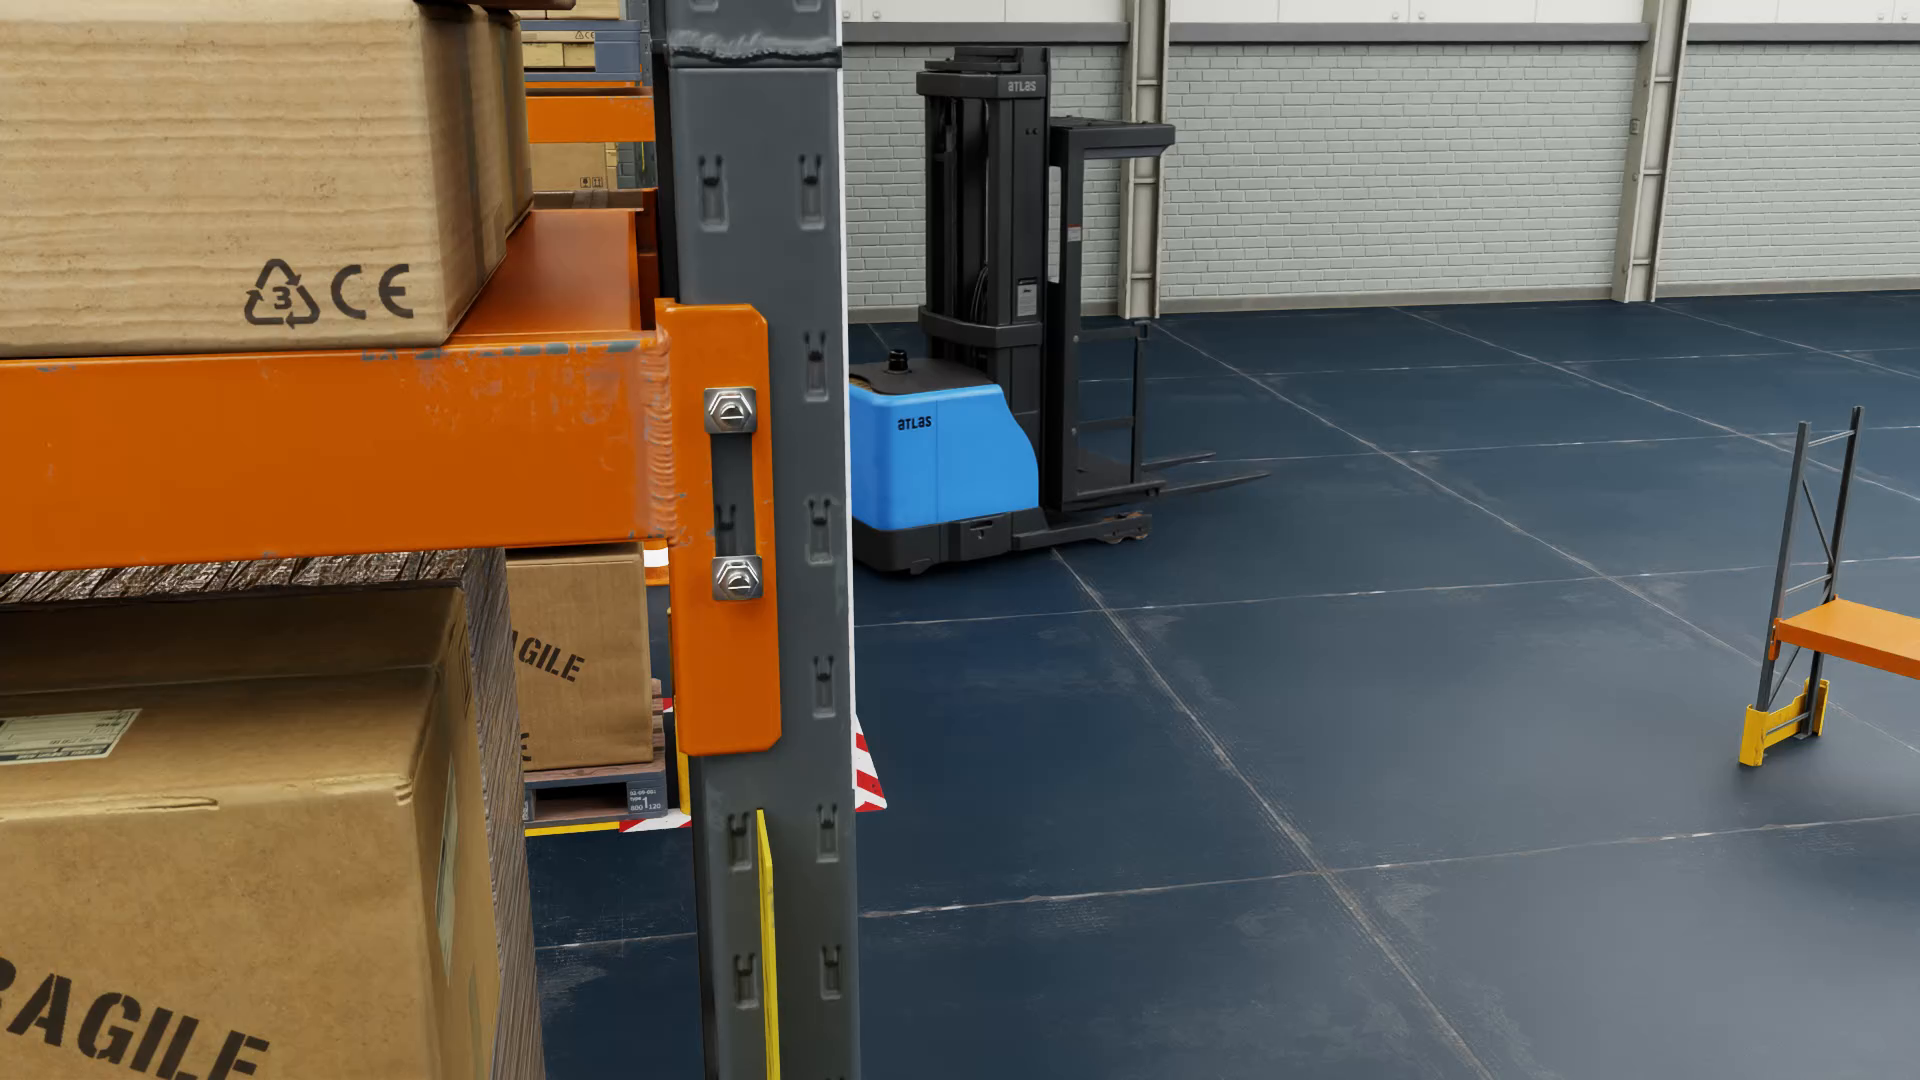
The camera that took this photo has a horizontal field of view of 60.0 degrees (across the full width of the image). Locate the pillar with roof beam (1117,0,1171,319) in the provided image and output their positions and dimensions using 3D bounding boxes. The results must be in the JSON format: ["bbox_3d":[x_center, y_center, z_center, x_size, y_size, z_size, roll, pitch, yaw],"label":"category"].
[{"bbox_3d":[2.783,-5.530,12.990,0.400,9.000,9.100,-3,17,-10],"label":"pillar with roof beam"}]

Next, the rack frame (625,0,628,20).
[{"bbox_3d":[-3.071,-6.216,15.223,0.127,3.000,1.000,-3,17,-10],"label":"rack frame"}]

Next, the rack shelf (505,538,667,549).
[{"bbox_3d":[-3.051,-0.041,6.561,4.000,0.370,1.077,-3,17,-10],"label":"rack shelf"}]

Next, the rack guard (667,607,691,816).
[{"bbox_3d":[-1.063,0.698,7.189,0.348,0.500,1.175,-3,17,-10],"label":"rack guard"}]

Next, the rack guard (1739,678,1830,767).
[{"bbox_3d":[3.621,0.795,7.299,0.587,0.250,0.087,-13,21,-36],"label":"rack guard"}]

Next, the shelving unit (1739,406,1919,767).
[{"bbox_3d":[3.924,0.313,6.738,0.587,1.500,1.083,-13,21,-36],"label":"shelving unit"}]

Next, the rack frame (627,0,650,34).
[{"bbox_3d":[-2.125,-4.785,10.565,0.127,3.000,1.000,-3,17,-10],"label":"rack frame"}]

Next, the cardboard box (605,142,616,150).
[{"bbox_3d":[-3.382,-3.767,15.687,0.250,0.149,0.380,-3,17,-10],"label":"cardboard box"}]

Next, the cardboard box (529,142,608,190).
[{"bbox_3d":[-2.585,-2.494,10.943,0.500,0.500,0.700,-4,17,-12],"label":"cardboard box"}]

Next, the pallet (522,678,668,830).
[{"bbox_3d":[-1.857,0.904,7.009,1.213,0.211,1.003,-3,17,-10],"label":"pallet"}]

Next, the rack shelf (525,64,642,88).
[{"bbox_3d":[-4.089,-2.896,10.748,4.000,0.370,1.077,-3,17,-10],"label":"rack shelf"}]

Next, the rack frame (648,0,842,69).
[{"bbox_3d":[-0.245,-1.928,1.263,0.127,3.000,1.000,-3,17,-10],"label":"rack frame"}]

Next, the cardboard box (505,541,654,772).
[{"bbox_3d":[-1.740,0.376,6.883,0.875,0.875,0.875,-3,17,-10],"label":"cardboard box"}]

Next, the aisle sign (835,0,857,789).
[{"bbox_3d":[-0.128,-0.220,1.492,0.004,0.787,0.394,-3,17,-10],"label":"aisle sign"}]

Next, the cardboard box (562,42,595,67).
[{"bbox_3d":[-2.423,-3.131,10.715,0.250,0.149,0.380,-3,17,-10],"label":"cardboard box"}]

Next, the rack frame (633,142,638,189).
[{"bbox_3d":[-3.071,-3.348,16.104,0.127,3.000,1.000,-3,17,-10],"label":"rack frame"}]

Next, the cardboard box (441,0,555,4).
[{"bbox_3d":[-0.459,-0.508,1.324,0.250,0.149,0.380,-3,17,-10],"label":"cardboard box"}]

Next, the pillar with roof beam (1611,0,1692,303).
[{"bbox_3d":[8.674,-5.864,14.078,0.400,9.000,9.100,-3,17,-10],"label":"pillar with roof beam"}]

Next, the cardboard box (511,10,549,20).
[{"bbox_3d":[-1.597,-1.928,5.915,0.250,0.149,0.380,-3,17,-10],"label":"cardboard box"}]

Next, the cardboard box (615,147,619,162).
[{"bbox_3d":[-3.453,-3.762,16.176,0.250,0.149,0.380,-4,17,-12],"label":"cardboard box"}]

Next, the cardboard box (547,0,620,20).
[{"bbox_3d":[-1.349,-1.942,5.960,0.250,0.149,0.380,-3,17,-11],"label":"cardboard box"}]

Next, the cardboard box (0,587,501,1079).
[{"bbox_3d":[-0.738,0.373,1.607,0.500,0.500,0.500,-3,17,-10],"label":"cardboard box"}]

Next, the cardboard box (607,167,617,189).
[{"bbox_3d":[-3.504,-3.293,15.753,0.500,0.500,0.500,-4,17,-12],"label":"cardboard box"}]

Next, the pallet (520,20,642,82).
[{"bbox_3d":[-1.813,-1.843,6.246,1.213,0.211,1.003,-3,17,-10],"label":"pallet"}]

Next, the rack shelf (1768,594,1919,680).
[{"bbox_3d":[3.929,0.487,6.784,0.538,0.185,1.000,-13,21,-36],"label":"rack shelf"}]

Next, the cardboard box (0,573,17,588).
[{"bbox_3d":[-1.329,0.249,2.011,0.500,0.500,0.500,-3,17,-10],"label":"cardboard box"}]

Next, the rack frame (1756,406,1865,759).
[{"bbox_3d":[3.620,0.197,7.117,0.500,1.500,0.032,-13,21,-36],"label":"rack frame"}]

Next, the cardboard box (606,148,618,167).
[{"bbox_3d":[-3.358,-3.606,15.668,0.250,0.149,0.380,-3,17,-10],"label":"cardboard box"}]

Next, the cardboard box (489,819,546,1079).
[{"bbox_3d":[-0.791,0.772,2.012,0.500,0.500,0.875,-3,17,-10],"label":"cardboard box"}]

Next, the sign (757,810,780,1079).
[{"bbox_3d":[-0.160,0.396,1.403,0.005,0.325,0.100,-3,17,-10],"label":"sign"}]

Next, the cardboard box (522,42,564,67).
[{"bbox_3d":[-2.661,-3.107,10.639,0.250,0.149,0.380,-3,17,-10],"label":"cardboard box"}]

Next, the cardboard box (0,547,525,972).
[{"bbox_3d":[-0.837,0.224,2.095,0.500,0.500,0.500,-3,17,-10],"label":"cardboard box"}]

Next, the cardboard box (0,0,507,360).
[{"bbox_3d":[-0.670,-0.323,1.400,0.500,0.250,0.500,-3,17,-9],"label":"cardboard box"}]

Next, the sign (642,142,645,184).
[{"bbox_3d":[-2.040,-2.461,10.704,0.005,0.325,0.100,-3,17,-10],"label":"sign"}]

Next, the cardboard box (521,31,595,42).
[{"bbox_3d":[-2.577,-3.316,10.638,0.500,0.250,0.500,-3,17,-11],"label":"cardboard box"}]

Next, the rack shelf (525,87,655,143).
[{"bbox_3d":[-3.051,-1.475,6.120,4.000,0.370,1.077,-3,17,-10],"label":"rack shelf"}]

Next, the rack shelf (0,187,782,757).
[{"bbox_3d":[-2.209,-0.039,1.447,4.000,0.370,1.077,-3,17,-10],"label":"rack shelf"}]

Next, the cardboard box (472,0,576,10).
[{"bbox_3d":[-0.560,-0.665,1.834,0.250,0.149,0.380,-3,17,-11],"label":"cardboard box"}]

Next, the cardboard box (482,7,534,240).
[{"bbox_3d":[-0.767,-0.470,1.881,0.500,0.250,0.500,-3,17,-9],"label":"cardboard box"}]

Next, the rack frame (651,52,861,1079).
[{"bbox_3d":[-0.245,0.939,2.144,0.127,3.000,1.000,-3,17,-10],"label":"rack frame"}]

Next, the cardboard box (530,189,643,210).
[{"bbox_3d":[-1.459,-1.074,6.606,0.550,0.550,0.875,-3,17,-10],"label":"cardboard box"}]

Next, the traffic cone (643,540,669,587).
[{"bbox_3d":[-1.758,-0.008,9.549,0.334,0.463,0.336,-3,17,-10],"label":"traffic cone"}]

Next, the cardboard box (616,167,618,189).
[{"bbox_3d":[-3.610,-3.448,16.260,0.500,0.500,0.500,-3,17,-9],"label":"cardboard box"}]

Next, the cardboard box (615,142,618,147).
[{"bbox_3d":[-3.441,-3.891,16.090,0.250,0.149,0.380,-4,17,-12],"label":"cardboard box"}]

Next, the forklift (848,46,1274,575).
[{"bbox_3d":[0.606,-1.497,10.193,3.031,2.935,1.130,-10,20,-28],"label":"forklift"}]

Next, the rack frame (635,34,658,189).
[{"bbox_3d":[-2.125,-1.917,11.445,0.127,3.000,1.000,-3,17,-10],"label":"rack frame"}]
